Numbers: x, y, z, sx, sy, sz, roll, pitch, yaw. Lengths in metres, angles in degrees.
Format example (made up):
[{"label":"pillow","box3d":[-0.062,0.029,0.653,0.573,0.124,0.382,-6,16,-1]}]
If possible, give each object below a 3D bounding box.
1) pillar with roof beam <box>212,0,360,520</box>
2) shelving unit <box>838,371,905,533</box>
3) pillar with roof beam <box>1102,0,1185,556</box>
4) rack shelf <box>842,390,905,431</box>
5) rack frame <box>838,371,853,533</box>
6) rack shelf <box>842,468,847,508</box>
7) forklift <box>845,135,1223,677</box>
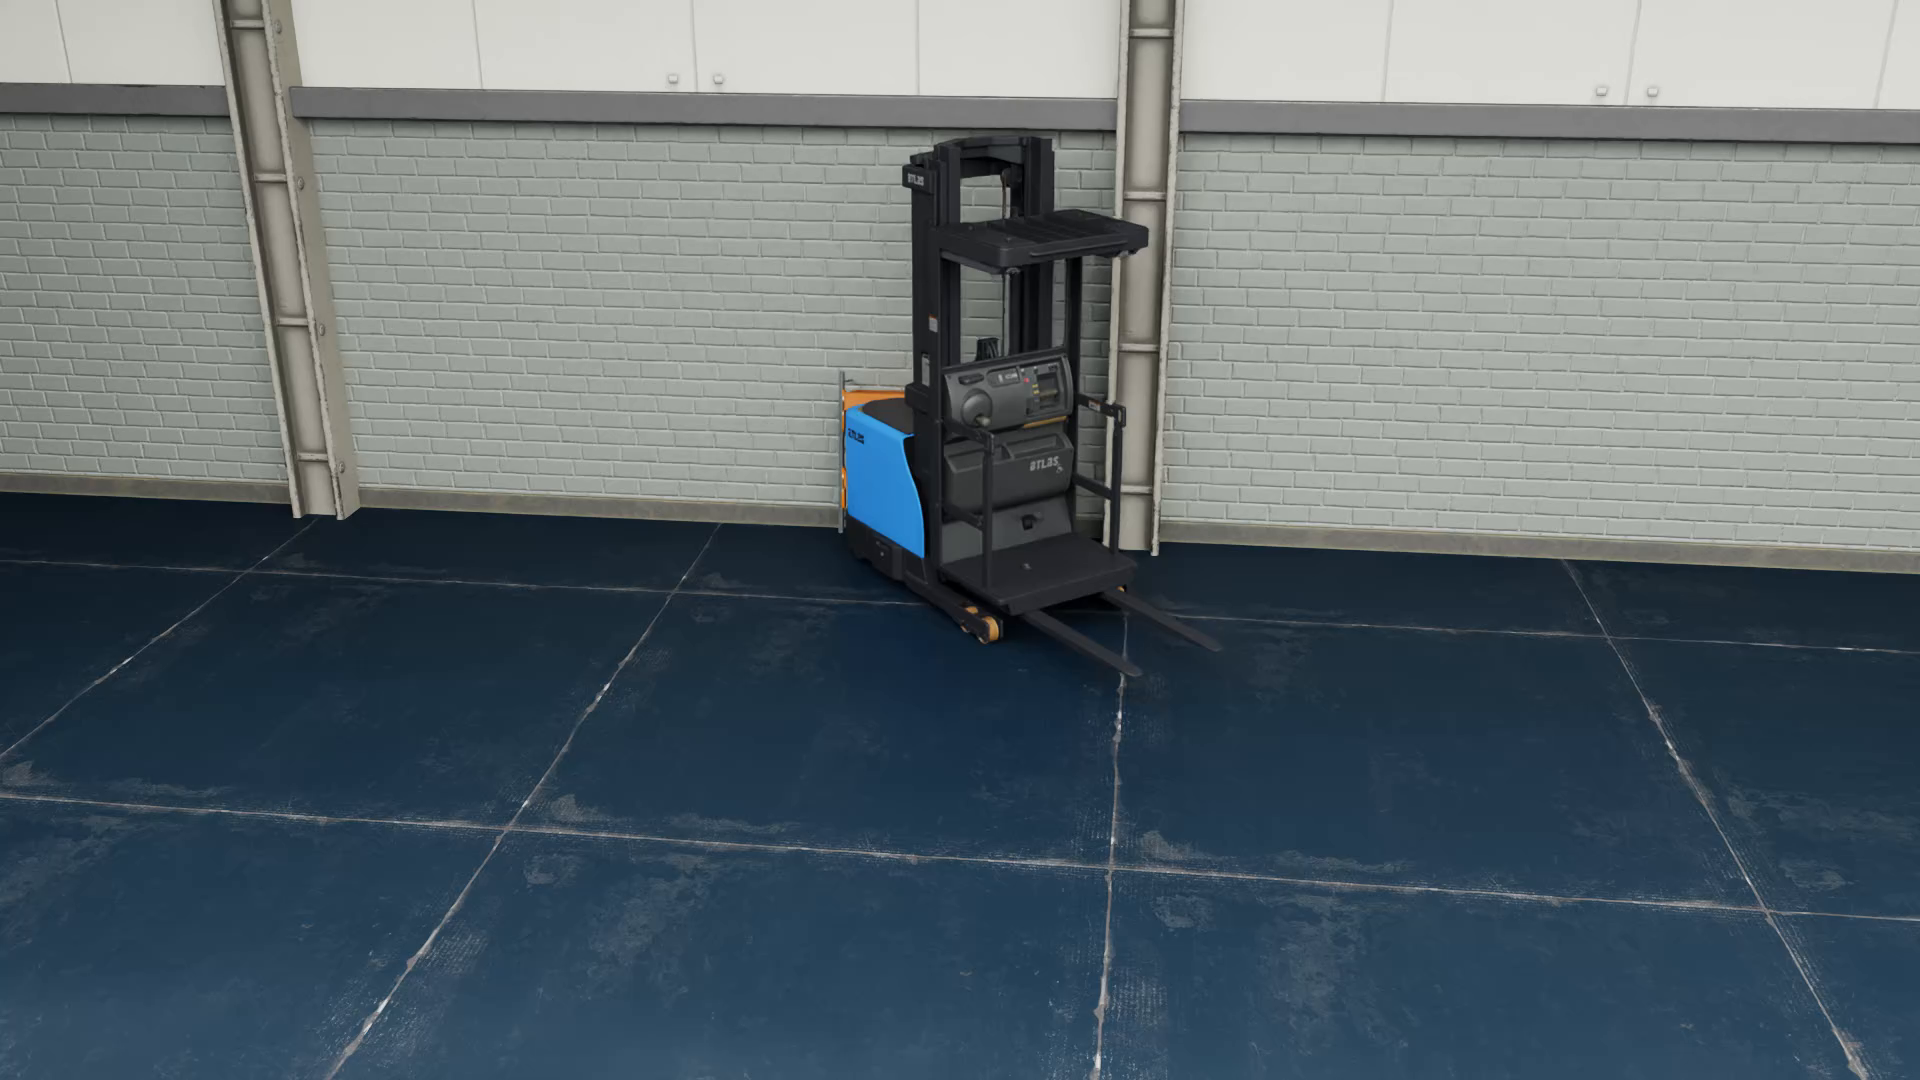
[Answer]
[{"label":"pillar with roof beam","box3d":[-5.251,-2.828,6.852,0.400,9.000,9.100,2,22,6]},{"label":"shelving unit","box3d":[-0.284,-0.622,11.680,1.048,1.125,0.538,2,9,9]},{"label":"pillar with roof beam","box3d":[0.707,-2.568,6.196,0.400,9.000,9.100,2,22,6]},{"label":"rack shelf","box3d":[-0.279,-0.911,11.636,1.000,0.278,0.538,2,9,9]},{"label":"rack frame","box3d":[-0.786,-0.642,11.756,0.032,1.125,0.500,2,9,9]},{"label":"rack shelf","box3d":[-0.288,-0.380,11.716,1.000,0.278,0.538,2,9,9]},{"label":"forklift","box3d":[0.433,-0.918,10.276,1.130,2.935,3.031,-14,25,-31]}]
